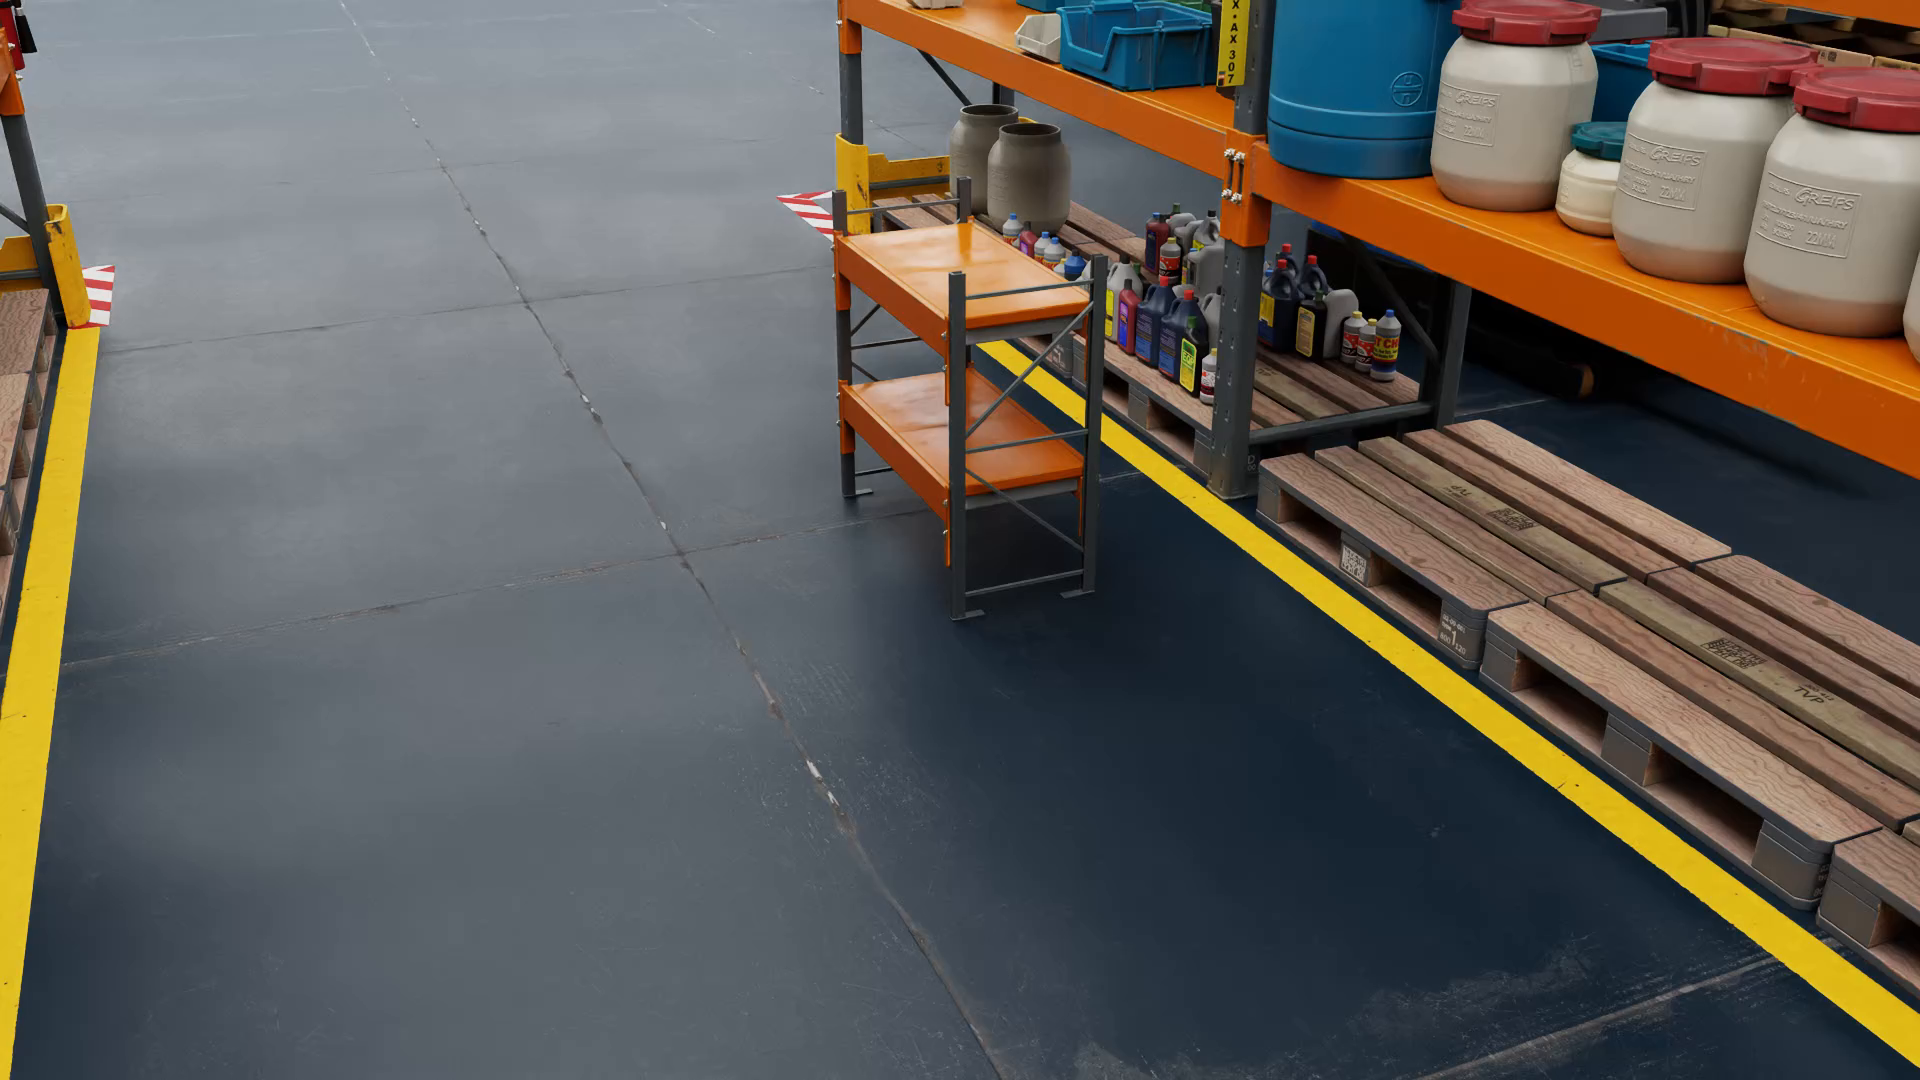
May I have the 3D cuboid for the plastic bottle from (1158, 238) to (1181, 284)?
[{"bbox_3d":[0.968,-1.290,7.662,0.097,0.201,0.097,0,26,0],"label":"plastic bottle"}]

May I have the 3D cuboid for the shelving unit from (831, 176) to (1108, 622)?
[{"bbox_3d":[0.003,-0.503,5.498,0.538,1.125,1.048,-11,28,-21],"label":"shelving unit"}]

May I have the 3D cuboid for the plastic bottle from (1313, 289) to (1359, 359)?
[{"bbox_3d":[1.519,-0.896,6.770,0.152,0.276,0.135,-10,28,-19],"label":"plastic bottle"}]

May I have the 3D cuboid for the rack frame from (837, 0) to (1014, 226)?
[{"bbox_3d":[-0.175,-3.208,8.901,1.000,3.000,0.127,-11,28,-21],"label":"rack frame"}]

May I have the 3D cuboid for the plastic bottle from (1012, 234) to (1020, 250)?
[{"bbox_3d":[0.289,-1.321,7.724,0.097,0.201,0.097,0,26,0],"label":"plastic bottle"}]

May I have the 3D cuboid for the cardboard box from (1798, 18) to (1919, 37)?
[{"bbox_3d":[5.273,-2.781,9.827,0.500,0.500,0.500,-11,28,-21],"label":"cardboard box"}]

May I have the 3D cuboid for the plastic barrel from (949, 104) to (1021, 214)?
[{"bbox_3d":[0.153,-2.026,8.837,0.421,0.512,0.421,0,26,0],"label":"plastic barrel"}]

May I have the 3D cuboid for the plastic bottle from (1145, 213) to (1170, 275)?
[{"bbox_3d":[0.924,-1.394,7.780,0.061,0.283,0.133,-11,28,-21],"label":"plastic bottle"}]

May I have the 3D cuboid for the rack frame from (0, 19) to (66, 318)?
[{"bbox_3d":[-4.732,-2.357,7.158,1.000,3.000,0.127,-11,28,-21],"label":"rack frame"}]

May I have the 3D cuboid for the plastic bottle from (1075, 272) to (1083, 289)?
[{"bbox_3d":[0.541,-1.061,7.192,0.097,0.201,0.097,0,26,0],"label":"plastic bottle"}]

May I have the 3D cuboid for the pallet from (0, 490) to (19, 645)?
[{"bbox_3d":[-3.461,0.246,5.005,1.003,0.211,1.213,-11,28,-21],"label":"pallet"}]

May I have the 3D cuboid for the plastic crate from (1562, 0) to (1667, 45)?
[{"bbox_3d":[1.863,-1.479,5.287,0.402,0.464,0.583,-11,28,-21],"label":"plastic crate"}]

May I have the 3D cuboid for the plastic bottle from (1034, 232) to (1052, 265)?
[{"bbox_3d":[0.383,-1.256,7.511,0.097,0.271,0.097,0,26,0],"label":"plastic bottle"}]

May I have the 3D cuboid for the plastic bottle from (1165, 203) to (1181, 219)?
[{"bbox_3d":[1.010,-1.475,7.946,0.061,0.283,0.133,-10,28,-19],"label":"plastic bottle"}]

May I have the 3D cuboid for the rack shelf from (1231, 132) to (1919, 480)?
[{"bbox_3d":[2.175,-0.462,4.098,1.077,0.370,4.000,-11,28,-21],"label":"rack shelf"}]

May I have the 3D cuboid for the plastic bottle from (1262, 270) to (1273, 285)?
[{"bbox_3d":[1.290,-1.000,6.987,0.097,0.271,0.097,0,26,0],"label":"plastic bottle"}]

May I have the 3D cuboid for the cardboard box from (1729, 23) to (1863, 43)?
[{"bbox_3d":[4.795,-2.692,9.644,0.500,0.500,0.500,-11,28,-21],"label":"cardboard box"}]

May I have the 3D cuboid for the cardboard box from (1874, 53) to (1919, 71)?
[{"bbox_3d":[5.184,-2.287,8.816,0.500,0.500,0.500,-11,28,-21],"label":"cardboard box"}]

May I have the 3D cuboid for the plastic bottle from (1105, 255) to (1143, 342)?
[{"bbox_3d":[0.673,-1.019,6.935,0.144,0.351,0.185,-11,28,-21],"label":"plastic bottle"}]

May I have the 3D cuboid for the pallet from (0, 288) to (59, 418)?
[{"bbox_3d":[-4.417,-0.739,7.023,1.003,0.211,1.213,-11,28,-21],"label":"pallet"}]

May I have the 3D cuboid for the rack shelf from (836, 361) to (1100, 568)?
[{"bbox_3d":[0.003,-0.283,5.605,0.538,0.278,1.000,-11,28,-21],"label":"rack shelf"}]

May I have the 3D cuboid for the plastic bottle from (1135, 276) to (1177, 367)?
[{"bbox_3d":[0.799,-0.888,6.668,0.144,0.351,0.185,-12,29,-23],"label":"plastic bottle"}]

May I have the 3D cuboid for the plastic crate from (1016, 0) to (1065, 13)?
[{"bbox_3d":[0.546,-2.727,8.086,0.499,0.251,0.408,-11,28,-21],"label":"plastic crate"}]

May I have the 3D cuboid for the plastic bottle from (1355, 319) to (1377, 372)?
[{"bbox_3d":[1.631,-0.778,6.613,0.097,0.201,0.097,0,26,0],"label":"plastic bottle"}]

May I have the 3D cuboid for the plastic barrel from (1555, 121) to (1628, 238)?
[{"bbox_3d":[1.769,-0.970,4.476,0.301,0.262,0.301,0,26,0],"label":"plastic barrel"}]

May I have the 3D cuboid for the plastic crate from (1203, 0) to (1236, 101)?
[{"bbox_3d":[1.304,-1.798,6.085,0.767,0.338,0.504,-11,28,-21],"label":"plastic crate"}]

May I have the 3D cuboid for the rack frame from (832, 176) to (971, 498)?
[{"bbox_3d":[-0.196,-0.708,5.918,0.500,1.125,0.032,-11,28,-21],"label":"rack frame"}]

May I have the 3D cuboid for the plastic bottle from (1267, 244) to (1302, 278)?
[{"bbox_3d":[1.384,-1.074,7.048,0.144,0.351,0.185,-12,28,-23],"label":"plastic bottle"}]

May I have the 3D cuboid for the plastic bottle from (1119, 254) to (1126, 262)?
[{"bbox_3d":[0.710,-1.073,7.124,0.061,0.283,0.133,-11,28,-21],"label":"plastic bottle"}]

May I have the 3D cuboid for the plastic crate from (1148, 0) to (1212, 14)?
[{"bbox_3d":[1.120,-2.094,6.862,0.450,0.188,0.662,-11,28,-21],"label":"plastic crate"}]

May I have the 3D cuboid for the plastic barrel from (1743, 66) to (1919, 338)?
[{"bbox_3d":[2.021,-0.759,3.731,0.433,0.535,0.433,0,26,0],"label":"plastic barrel"}]

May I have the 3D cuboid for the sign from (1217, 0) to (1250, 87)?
[{"bbox_3d":[0.881,-1.627,5.348,0.100,0.325,0.005,-11,28,-21],"label":"sign"}]

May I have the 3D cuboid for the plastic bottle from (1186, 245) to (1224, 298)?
[{"bbox_3d":[1.091,-1.176,7.343,0.152,0.276,0.135,-11,28,-21],"label":"plastic bottle"}]

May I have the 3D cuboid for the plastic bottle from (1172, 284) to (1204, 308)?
[{"bbox_3d":[0.926,-0.890,6.757,0.152,0.276,0.135,-11,28,-21],"label":"plastic bottle"}]

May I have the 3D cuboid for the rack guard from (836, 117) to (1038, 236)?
[{"bbox_3d":[-0.102,-2.062,9.403,1.175,0.500,0.348,-11,28,-21],"label":"rack guard"}]

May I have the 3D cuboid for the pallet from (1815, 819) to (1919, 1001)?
[{"bbox_3d":[2.691,0.956,3.552,1.003,0.211,1.213,-11,28,-21],"label":"pallet"}]

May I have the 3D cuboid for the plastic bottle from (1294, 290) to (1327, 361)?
[{"bbox_3d":[1.421,-0.881,6.731,0.061,0.283,0.133,-11,28,-21],"label":"plastic bottle"}]

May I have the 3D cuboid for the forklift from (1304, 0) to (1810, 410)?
[{"bbox_3d":[2.862,-2.123,6.758,1.130,2.935,3.031,-13,29,-25],"label":"forklift"}]

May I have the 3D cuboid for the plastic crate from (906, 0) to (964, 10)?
[{"bbox_3d":[-0.120,-2.673,8.106,0.298,0.136,0.250,-11,28,-21],"label":"plastic crate"}]

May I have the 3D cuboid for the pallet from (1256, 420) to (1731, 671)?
[{"bbox_3d":[1.735,-0.029,5.570,1.003,0.211,1.213,-11,28,-21],"label":"pallet"}]

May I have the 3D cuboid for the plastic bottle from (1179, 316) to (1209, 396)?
[{"bbox_3d":[0.900,-0.708,6.375,0.061,0.283,0.133,-9,27,-18],"label":"plastic bottle"}]

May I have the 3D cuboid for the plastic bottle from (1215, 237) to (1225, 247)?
[{"bbox_3d":[1.217,-1.245,7.399,0.144,0.351,0.185,-11,28,-21],"label":"plastic bottle"}]

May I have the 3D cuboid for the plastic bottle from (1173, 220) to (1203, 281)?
[{"bbox_3d":[1.076,-1.353,7.705,0.152,0.276,0.135,-11,28,-22],"label":"plastic bottle"}]

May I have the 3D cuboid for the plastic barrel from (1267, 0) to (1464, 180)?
[{"bbox_3d":[1.264,-1.610,5.058,0.600,0.901,0.708,-11,28,-21],"label":"plastic barrel"}]

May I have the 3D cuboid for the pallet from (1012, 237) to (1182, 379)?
[{"bbox_3d":[0.686,-1.111,7.786,1.003,0.211,1.213,-11,28,-21],"label":"pallet"}]

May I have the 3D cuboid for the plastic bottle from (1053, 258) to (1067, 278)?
[{"bbox_3d":[0.461,-1.144,7.362,0.097,0.201,0.097,0,26,0],"label":"plastic bottle"}]
